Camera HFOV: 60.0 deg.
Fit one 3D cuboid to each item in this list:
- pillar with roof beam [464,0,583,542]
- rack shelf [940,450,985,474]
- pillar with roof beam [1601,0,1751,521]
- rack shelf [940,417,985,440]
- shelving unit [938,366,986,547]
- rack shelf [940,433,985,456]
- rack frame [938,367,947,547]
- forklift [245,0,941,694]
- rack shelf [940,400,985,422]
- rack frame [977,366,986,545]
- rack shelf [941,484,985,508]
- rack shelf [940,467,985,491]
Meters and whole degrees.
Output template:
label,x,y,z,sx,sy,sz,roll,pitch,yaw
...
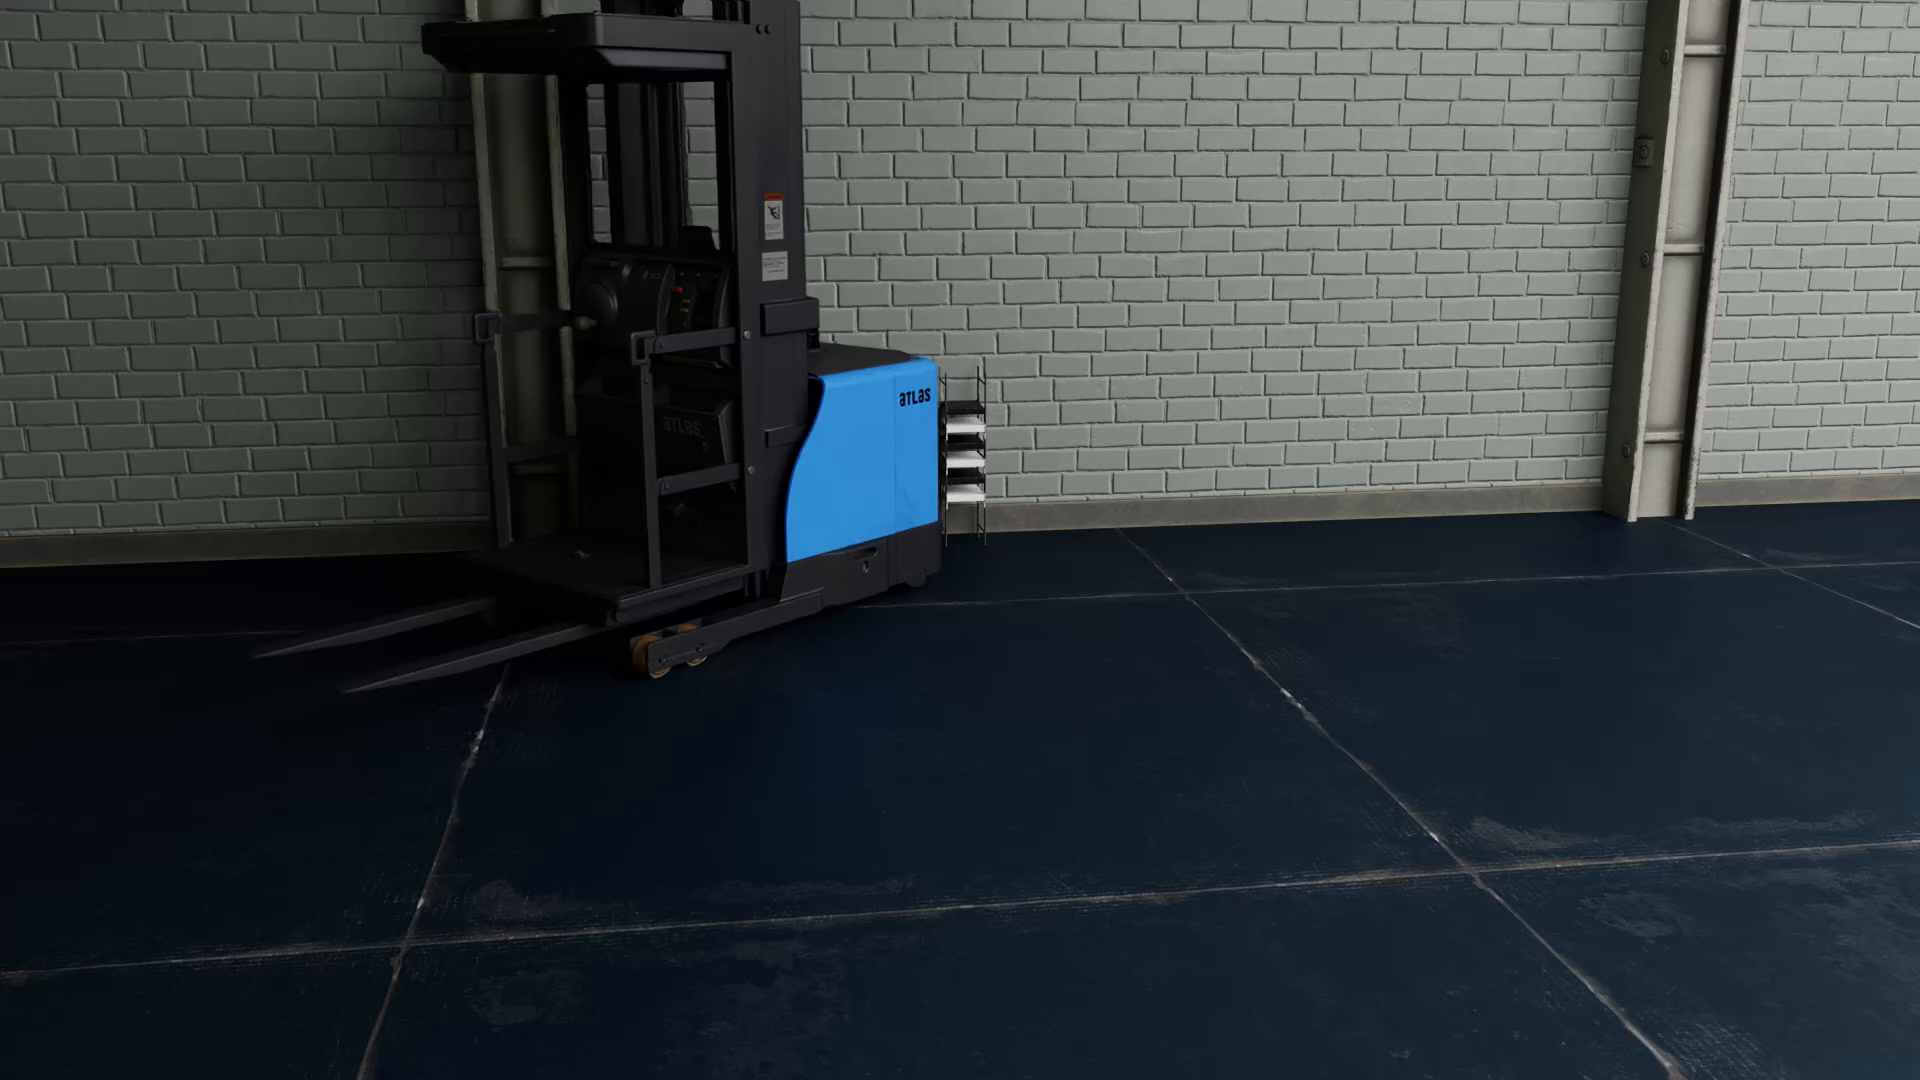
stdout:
label,x,y,z,sx,sy,sz,roll,pitch,yaw
pillar with roof beam,-1.456,-3.258,3.212,0.400,9.000,9.100,-2,14,-8
rack shelf,0.011,-0.403,8.614,0.200,0.077,0.258,-2,14,-9
pillar with roof beam,4.477,-3.475,4.079,0.400,9.000,9.100,-2,14,-8
rack shelf,0.011,-0.577,8.570,0.200,0.077,0.258,-2,14,-9
shelving unit,0.011,-0.435,8.606,0.210,0.900,0.258,-2,14,-9
rack shelf,0.011,-0.490,8.592,0.200,0.077,0.258,-2,14,-9
rack frame,-0.089,-0.431,8.590,0.006,0.900,0.240,-2,14,-9
forklift,-1.414,-1.016,6.747,1.130,2.935,3.031,11,18,38
rack shelf,0.011,-0.664,8.548,0.200,0.077,0.258,-2,14,-9
rack frame,0.111,-0.439,8.622,0.006,0.900,0.240,-2,14,-9
rack shelf,0.011,-0.228,8.658,0.200,0.077,0.258,-2,14,-9
rack shelf,0.011,-0.315,8.636,0.200,0.077,0.258,-2,14,-9
